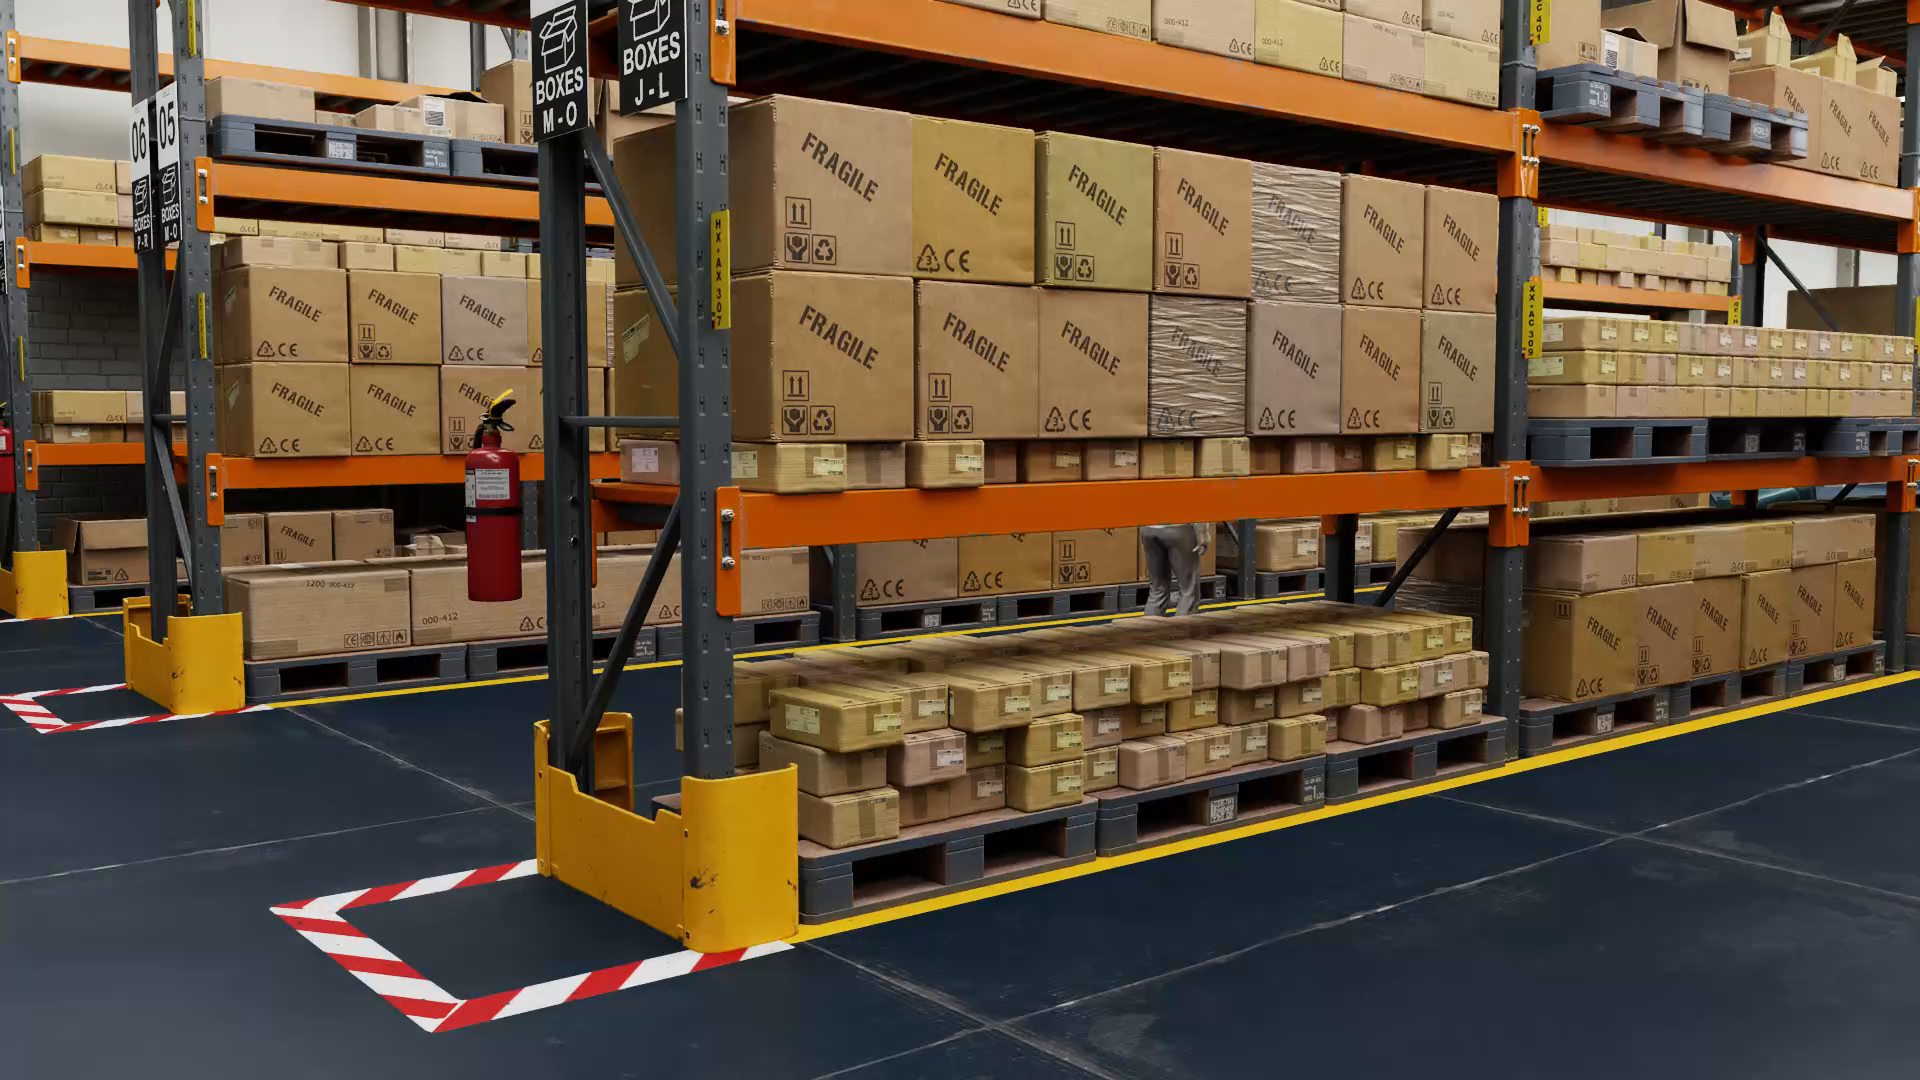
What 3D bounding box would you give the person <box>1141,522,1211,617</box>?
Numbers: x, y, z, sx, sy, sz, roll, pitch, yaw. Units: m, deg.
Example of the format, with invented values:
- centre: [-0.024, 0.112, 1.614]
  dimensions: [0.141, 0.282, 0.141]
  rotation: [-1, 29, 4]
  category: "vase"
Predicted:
- centre: [1.265, -0.053, 9.913]
  dimensions: [0.371, 1.664, 0.530]
  rotation: [-3, 6, -38]
  category: "person"
